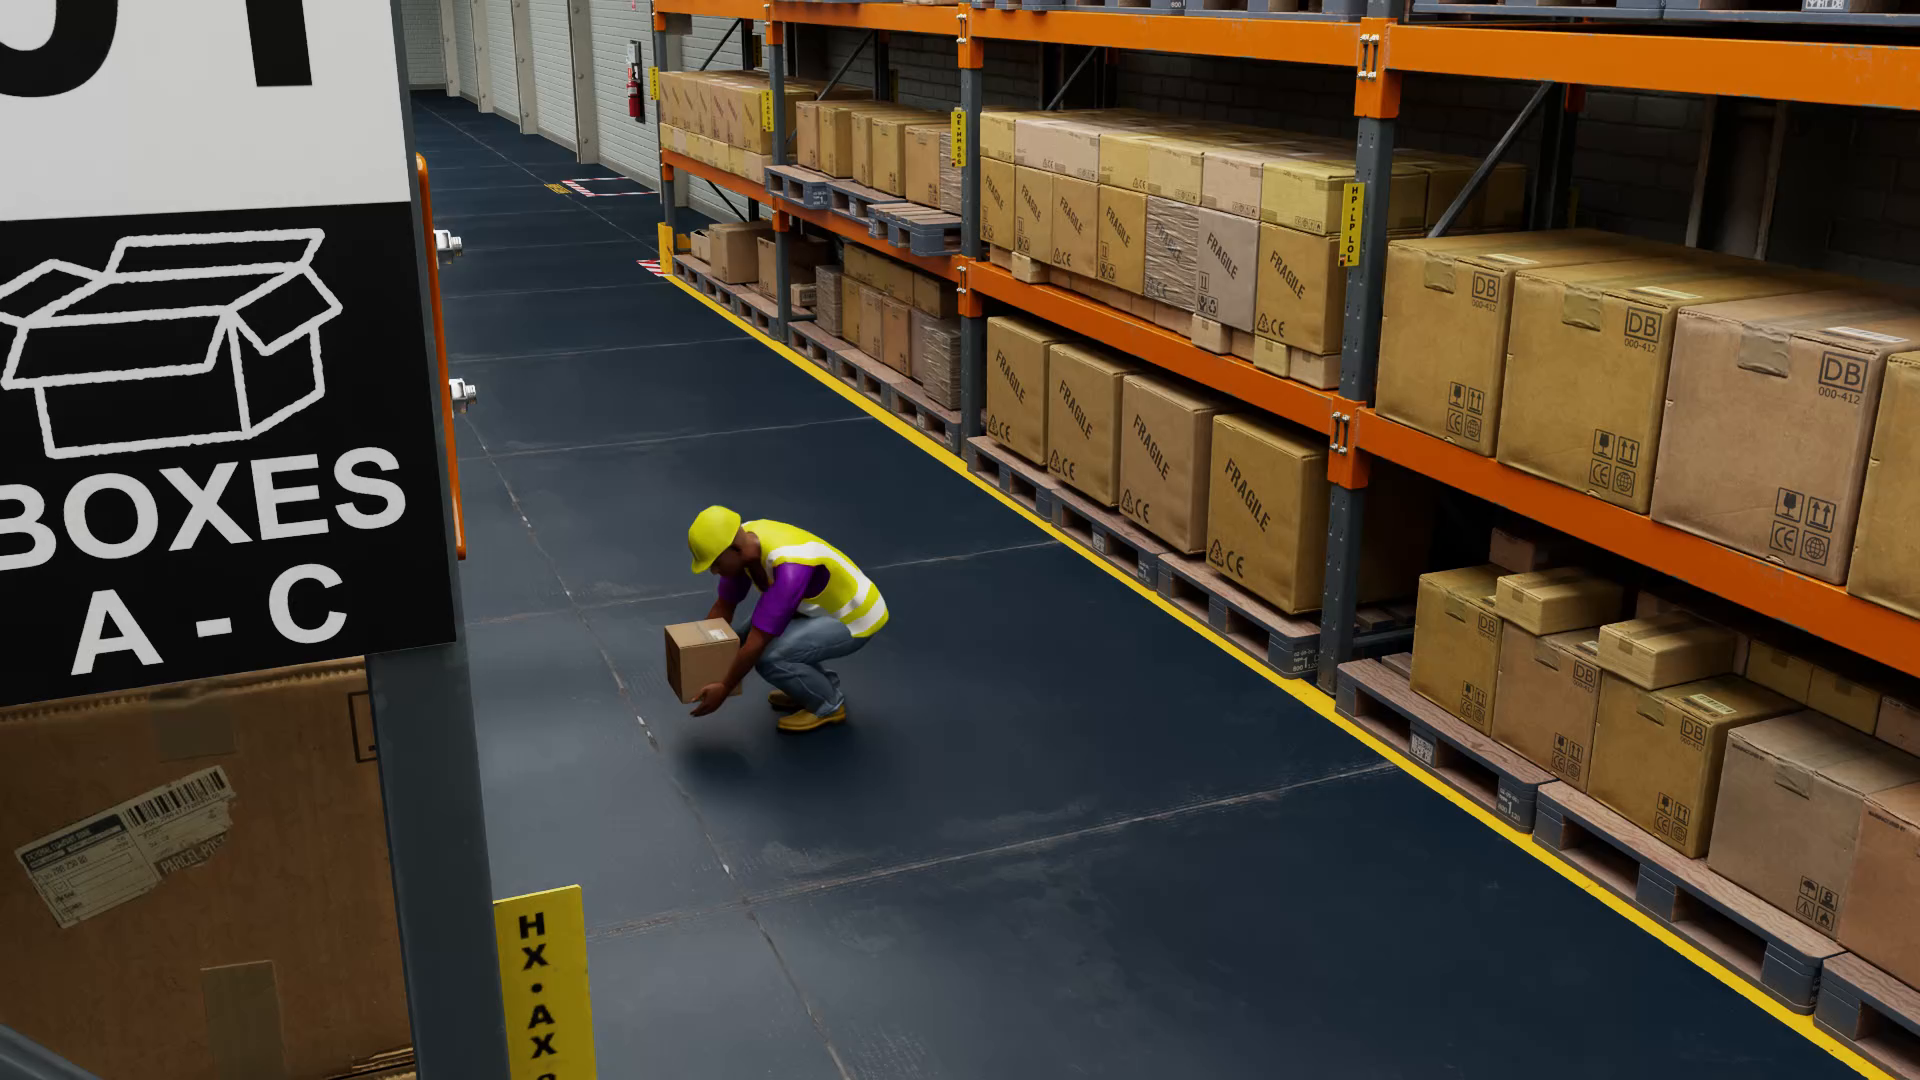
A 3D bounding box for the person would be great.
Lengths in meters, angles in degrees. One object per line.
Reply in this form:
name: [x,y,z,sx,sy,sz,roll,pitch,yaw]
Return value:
person: [-0.734,0.296,6.863,0.888,0.996,0.586,-8,20,-22]
